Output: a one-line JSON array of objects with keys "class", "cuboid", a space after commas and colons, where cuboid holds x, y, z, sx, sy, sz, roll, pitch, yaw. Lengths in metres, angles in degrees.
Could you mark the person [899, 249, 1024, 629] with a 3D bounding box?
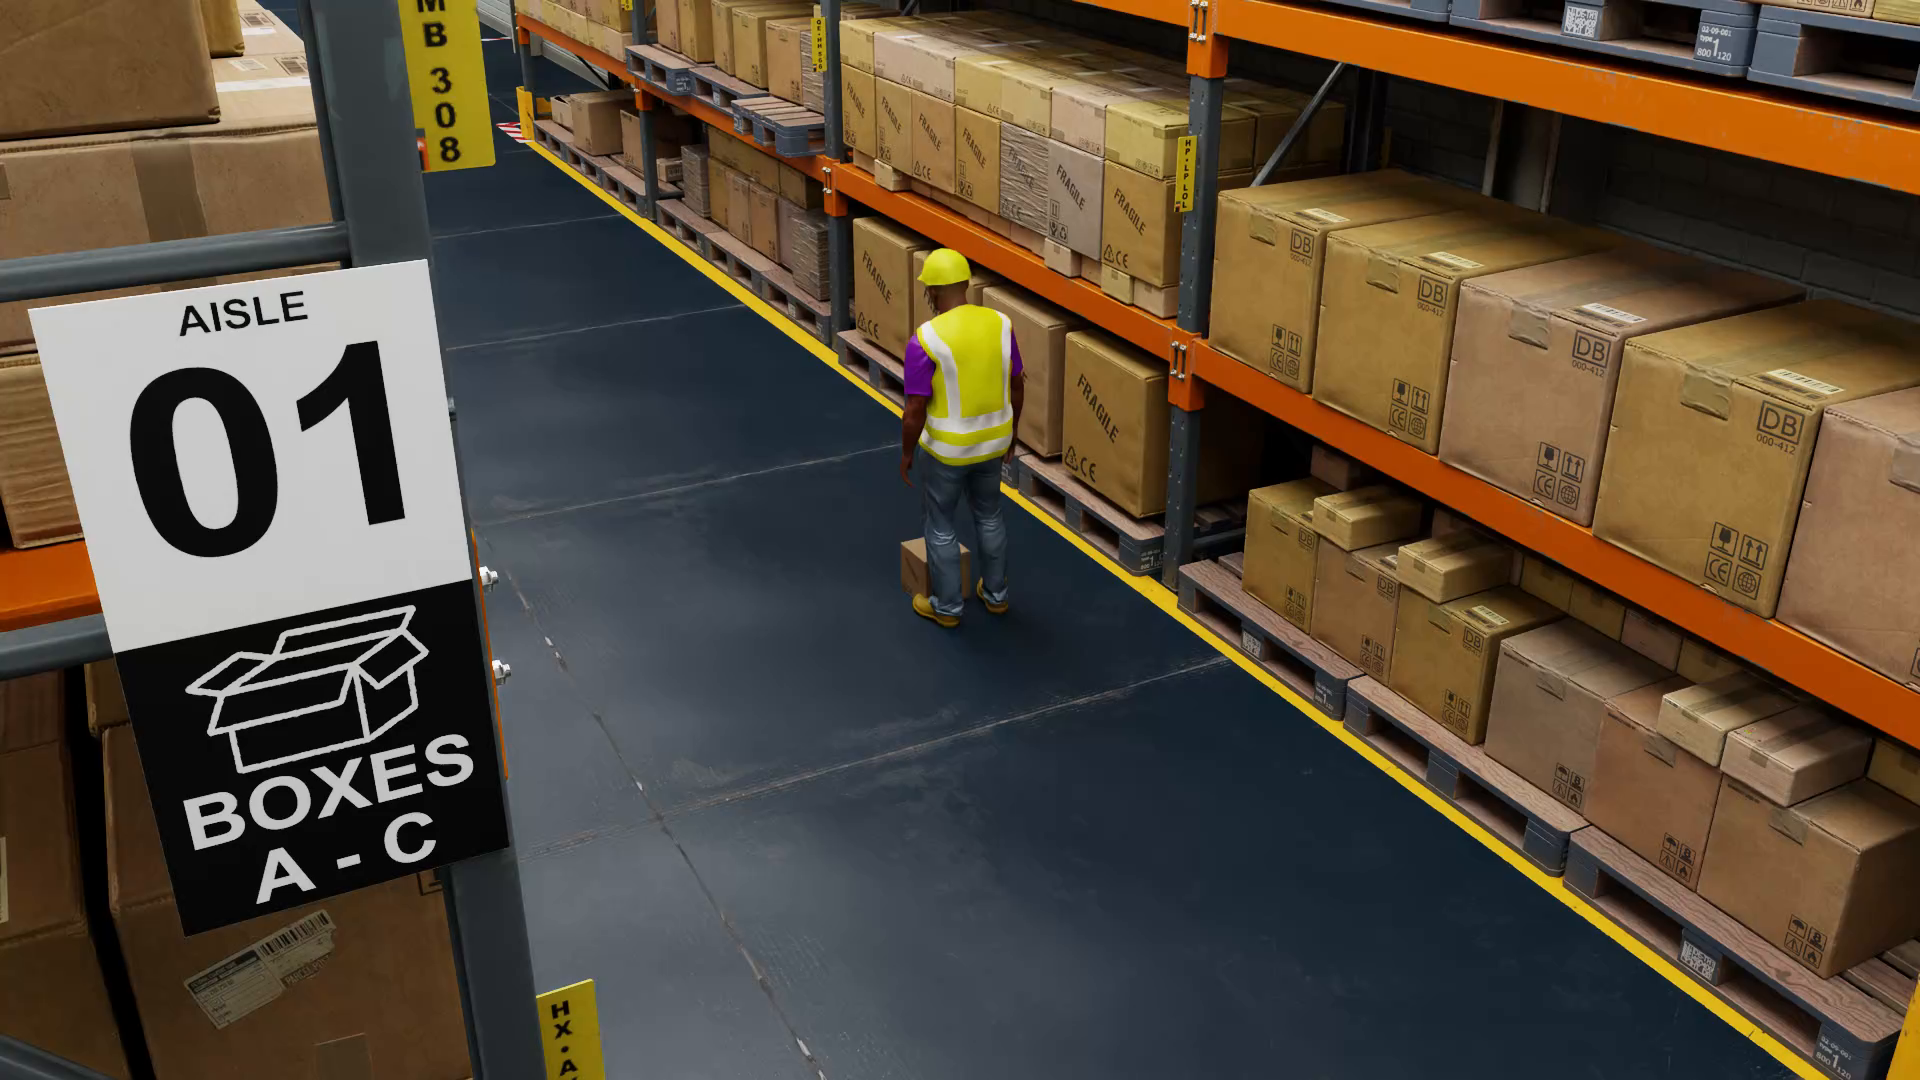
[{"class": "person", "cuboid": [-0.004, -0.450, 7.540, 0.626, 1.759, 0.463, -14, 29, -27]}]
